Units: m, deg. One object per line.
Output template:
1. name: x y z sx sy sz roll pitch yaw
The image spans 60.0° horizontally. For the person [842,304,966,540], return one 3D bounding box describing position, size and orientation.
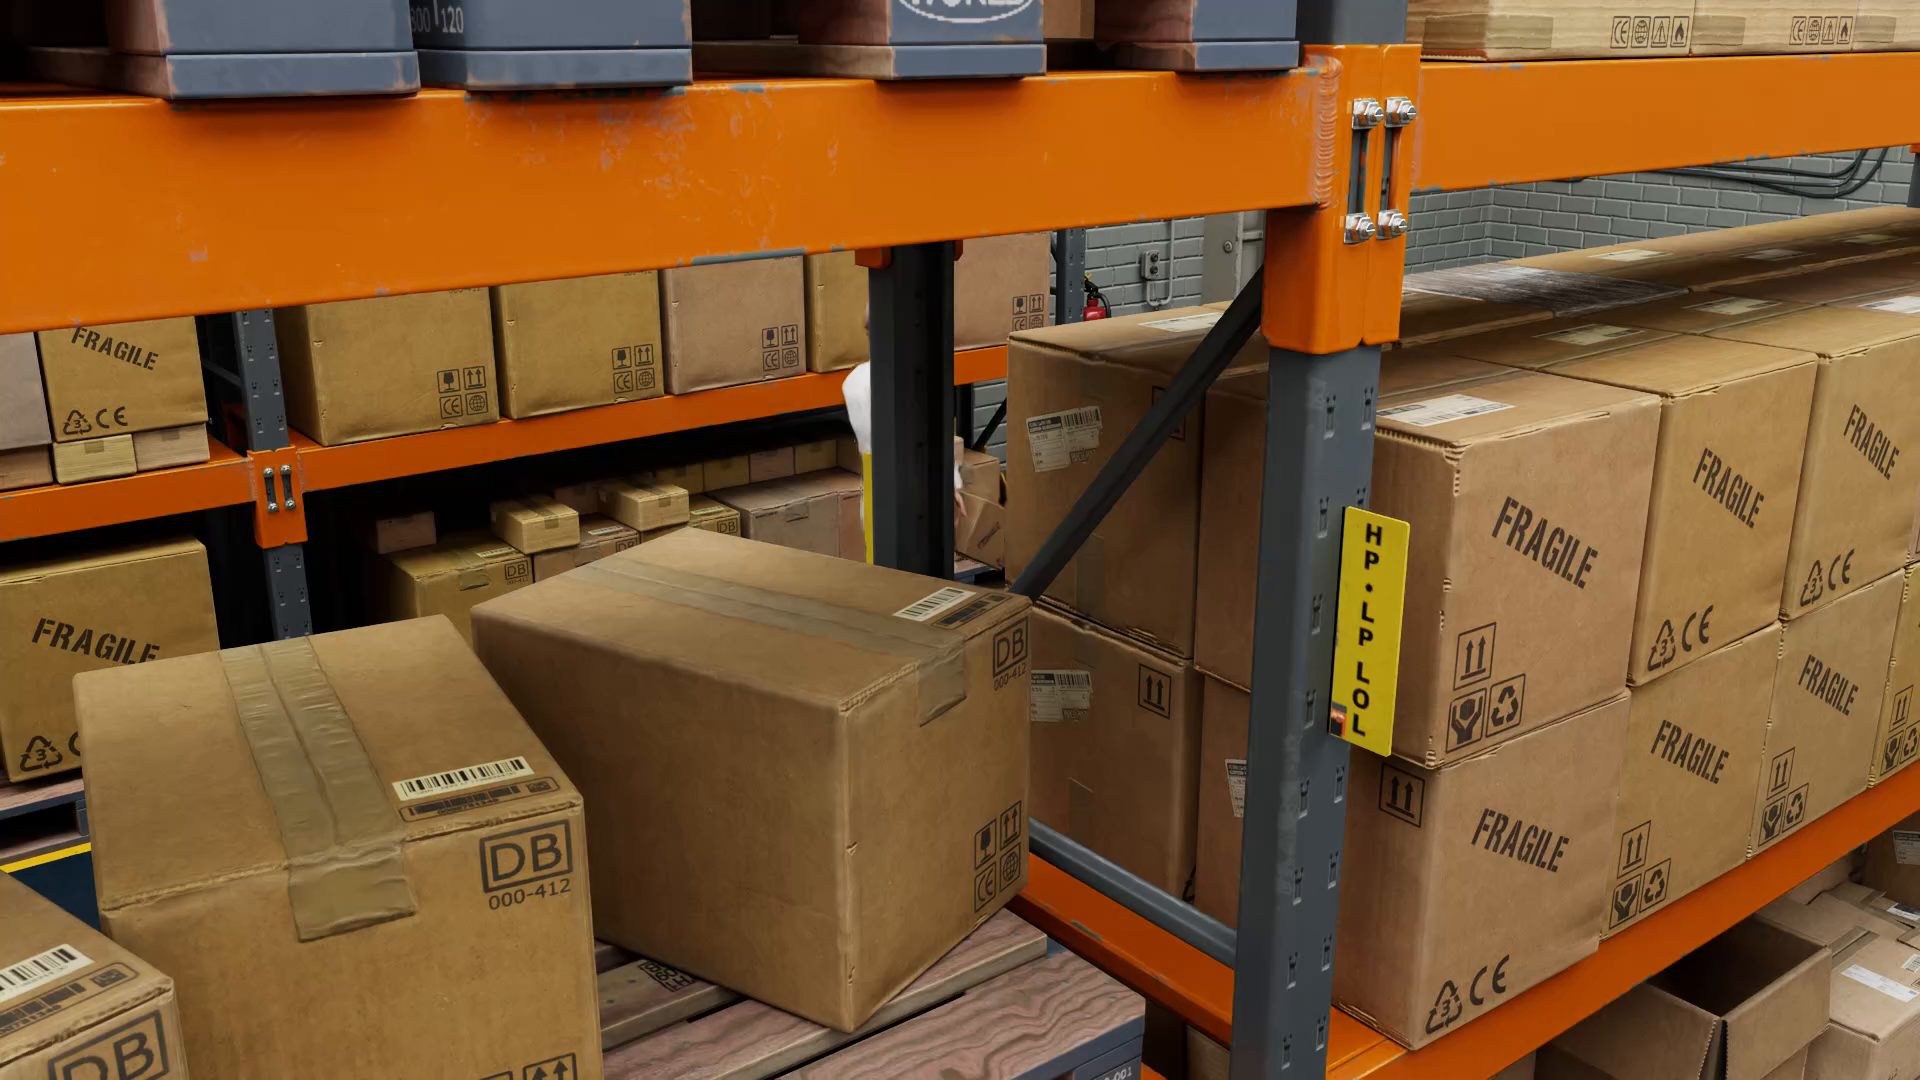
1. person: -0.134 -0.113 6.883 0.577 1.782 0.580 7 19 22
